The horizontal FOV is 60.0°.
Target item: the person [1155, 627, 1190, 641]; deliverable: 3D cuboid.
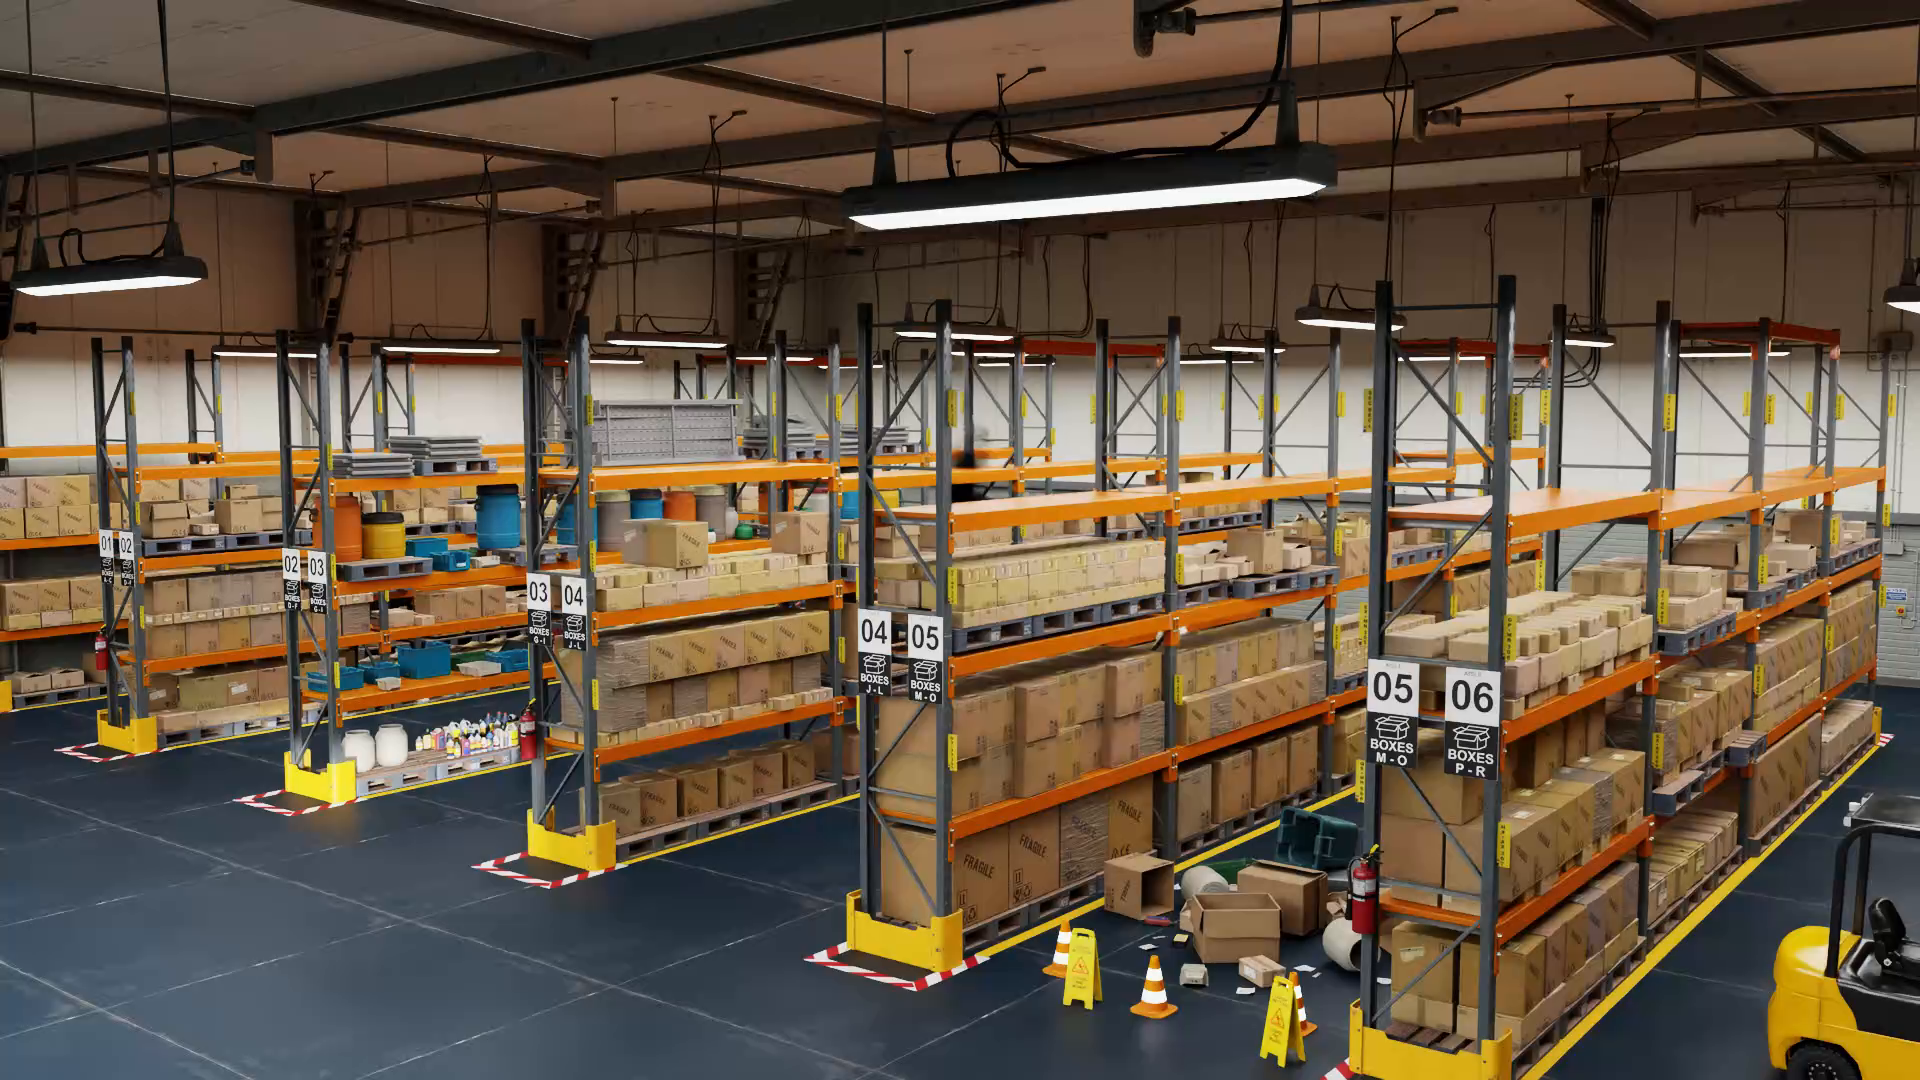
[{"bbox_3d":[3.190,1.864,25.129,0.616,1.697,0.840,3,6,29],"label":"person"}]
